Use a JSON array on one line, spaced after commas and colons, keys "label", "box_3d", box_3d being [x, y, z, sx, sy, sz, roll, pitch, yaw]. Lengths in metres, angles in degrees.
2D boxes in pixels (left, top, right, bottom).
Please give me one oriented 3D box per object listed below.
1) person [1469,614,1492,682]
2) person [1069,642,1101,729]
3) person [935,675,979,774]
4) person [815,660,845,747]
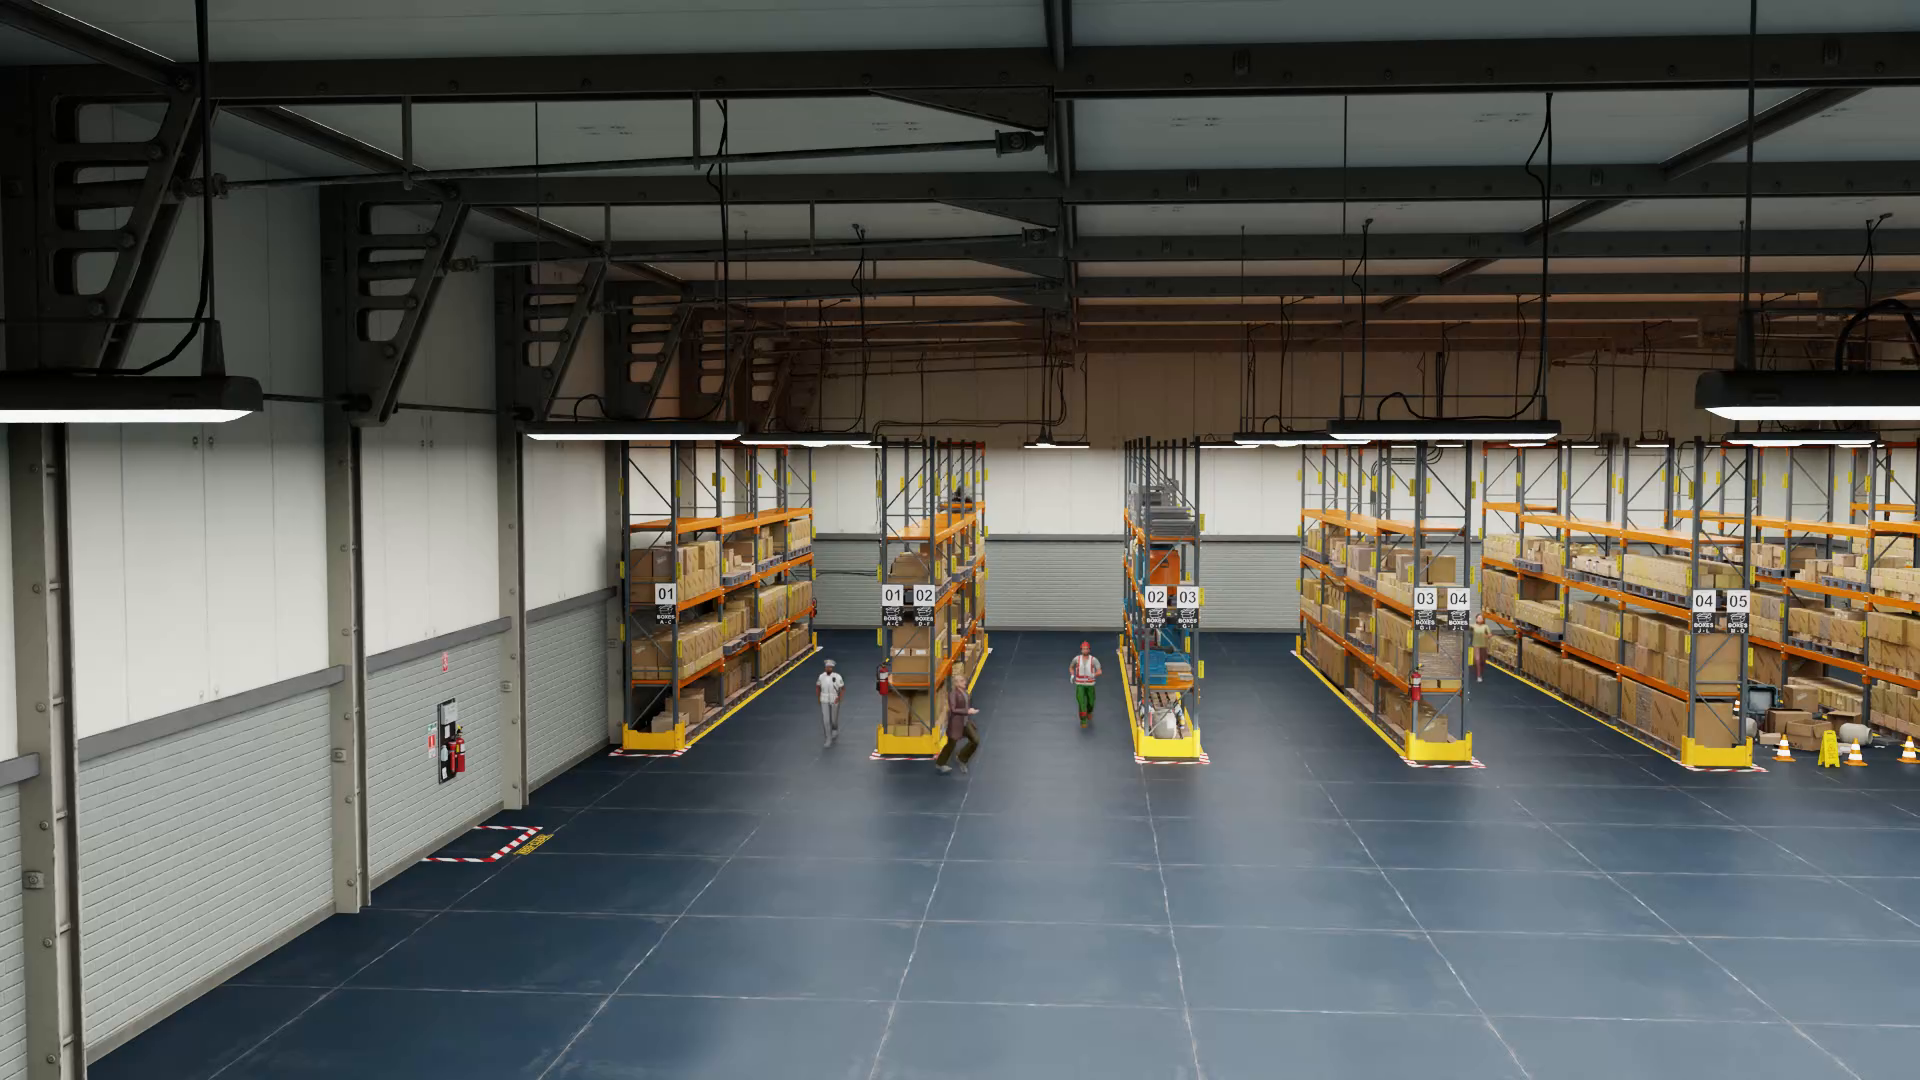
[{"label": "person", "box_3d": [12.915, 2.653, 41.339, 0.575, 1.651, 0.970, 0, 3, 6]}, {"label": "person", "box_3d": [2.592, 3.001, 34.455, 0.669, 1.759, 0.858, 0, 3, 4]}, {"label": "person", "box_3d": [0.000, 3.259, 29.425, 0.925, 1.768, 0.733, 2, 4, 37]}, {"label": "person", "box_3d": [-2.538, 3.162, 32.526, 0.596, 1.690, 0.742, 0, 3, 1]}]
